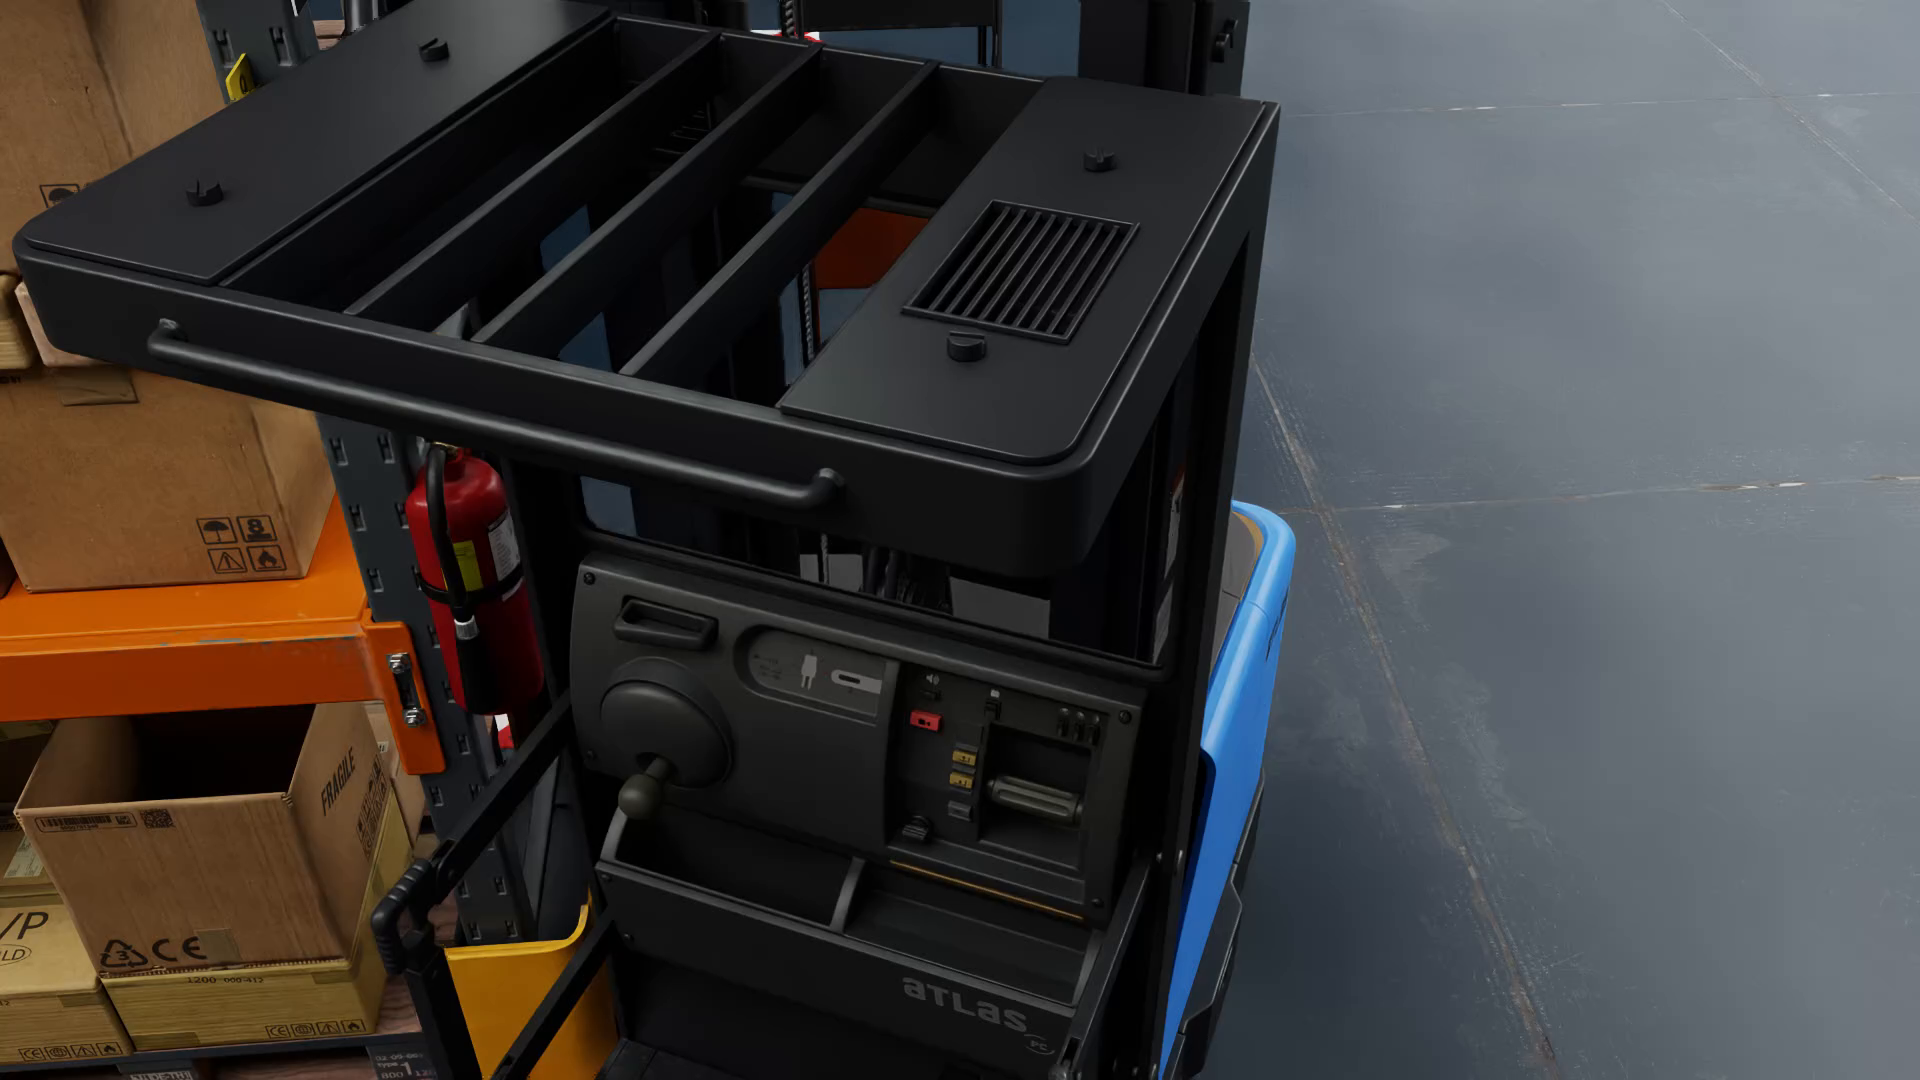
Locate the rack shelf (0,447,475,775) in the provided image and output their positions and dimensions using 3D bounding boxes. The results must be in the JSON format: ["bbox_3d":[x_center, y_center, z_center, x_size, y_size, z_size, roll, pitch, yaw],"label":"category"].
[{"bbox_3d":[-3.008,0.089,3.297,4.000,0.370,1.077,-3,38,-4],"label":"rack shelf"}]

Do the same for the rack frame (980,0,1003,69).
[{"bbox_3d":[0.078,-0.829,4.605,0.015,2.100,0.400,-3,38,-4],"label":"rack frame"}]

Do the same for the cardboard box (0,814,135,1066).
[{"bbox_3d":[-2.021,0.858,3.622,0.500,0.250,0.500,-3,38,-4],"label":"cardboard box"}]

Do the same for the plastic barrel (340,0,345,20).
[{"bbox_3d":[-2.599,-2.437,7.587,0.421,0.512,0.421,0,38,0],"label":"plastic barrel"}]

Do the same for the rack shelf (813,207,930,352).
[{"bbox_3d":[-0.165,-0.805,4.597,0.480,0.518,0.431,-3,38,-4],"label":"rack shelf"}]

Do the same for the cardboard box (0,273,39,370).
[{"bbox_3d":[-1.640,-0.443,2.786,0.250,0.149,0.380,-2,38,-3],"label":"cardboard box"}]

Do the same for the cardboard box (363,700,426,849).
[{"bbox_3d":[-1.569,0.504,4.071,0.500,0.250,0.500,-3,38,-4],"label":"cardboard box"}]

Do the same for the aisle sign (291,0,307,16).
[{"bbox_3d":[-0.924,-1.146,2.182,0.004,0.787,0.394,-3,38,-4],"label":"aisle sign"}]

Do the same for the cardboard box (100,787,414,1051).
[{"bbox_3d":[-1.524,0.823,3.666,0.500,0.250,0.500,-3,38,-4],"label":"cardboard box"}]

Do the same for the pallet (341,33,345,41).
[{"bbox_3d":[-2.332,-2.190,7.856,1.213,0.211,1.003,-3,38,-4],"label":"pallet"}]

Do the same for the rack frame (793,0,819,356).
[{"bbox_3d":[-0.408,-0.802,4.571,0.015,2.100,0.400,-3,38,-4],"label":"rack frame"}]

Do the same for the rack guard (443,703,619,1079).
[{"bbox_3d":[-0.992,0.677,3.989,0.348,0.500,1.175,-3,38,-4],"label":"rack guard"}]

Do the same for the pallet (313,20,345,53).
[{"bbox_3d":[-3.544,-2.125,7.773,1.213,0.211,1.003,-3,38,-4],"label":"pallet"}]

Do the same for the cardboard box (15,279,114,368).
[{"bbox_3d":[-1.379,-0.459,2.805,0.250,0.149,0.380,-4,38,-5],"label":"cardboard box"}]

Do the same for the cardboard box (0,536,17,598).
[{"bbox_3d":[-2.004,-0.293,3.119,0.500,0.500,0.700,-2,38,-3],"label":"cardboard box"}]

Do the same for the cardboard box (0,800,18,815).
[{"bbox_3d":[-2.067,0.533,4.033,0.500,0.250,0.500,-3,38,-4],"label":"cardboard box"}]

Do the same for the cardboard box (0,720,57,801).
[{"bbox_3d":[-2.067,0.238,3.802,0.500,0.500,0.500,-3,38,-4],"label":"cardboard box"}]

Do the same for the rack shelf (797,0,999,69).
[{"bbox_3d":[-0.165,-1.354,4.163,0.480,0.518,0.431,-3,38,-4],"label":"rack shelf"}]

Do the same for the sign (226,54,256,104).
[{"bbox_3d":[-0.981,-0.515,2.355,0.005,0.325,0.100,-3,38,-4],"label":"sign"}]

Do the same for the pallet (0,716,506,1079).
[{"bbox_3d":[-1.774,0.859,3.991,1.213,0.211,1.003,-3,38,-4],"label":"pallet"}]

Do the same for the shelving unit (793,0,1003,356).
[{"bbox_3d":[-0.165,-0.815,4.588,0.503,2.100,0.431,-3,38,-4],"label":"shelving unit"}]

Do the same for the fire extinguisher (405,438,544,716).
[{"bbox_3d":[-0.857,0.007,2.882,0.183,0.674,0.296,-3,38,-4],"label":"fire extinguisher"}]

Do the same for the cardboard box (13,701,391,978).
[{"bbox_3d":[-1.523,0.530,3.432,0.500,0.500,0.500,-3,38,-4],"label":"cardboard box"}]

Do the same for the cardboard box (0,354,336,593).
[{"bbox_3d":[-1.482,-0.325,3.159,0.500,0.500,0.700,-3,38,-4],"label":"cardboard box"}]

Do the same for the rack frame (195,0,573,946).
[{"bbox_3d":[-1.016,-0.303,3.213,0.127,3.000,1.000,-3,38,-4],"label":"rack frame"}]

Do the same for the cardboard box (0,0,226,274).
[{"bbox_3d":[-1.534,-0.831,2.754,0.500,0.500,0.700,-3,38,-4],"label":"cardboard box"}]

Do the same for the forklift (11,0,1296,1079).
[{"bbox_3d":[-0.257,0.378,2.405,1.130,2.935,3.031,13,40,16],"label":"forklift"}]
